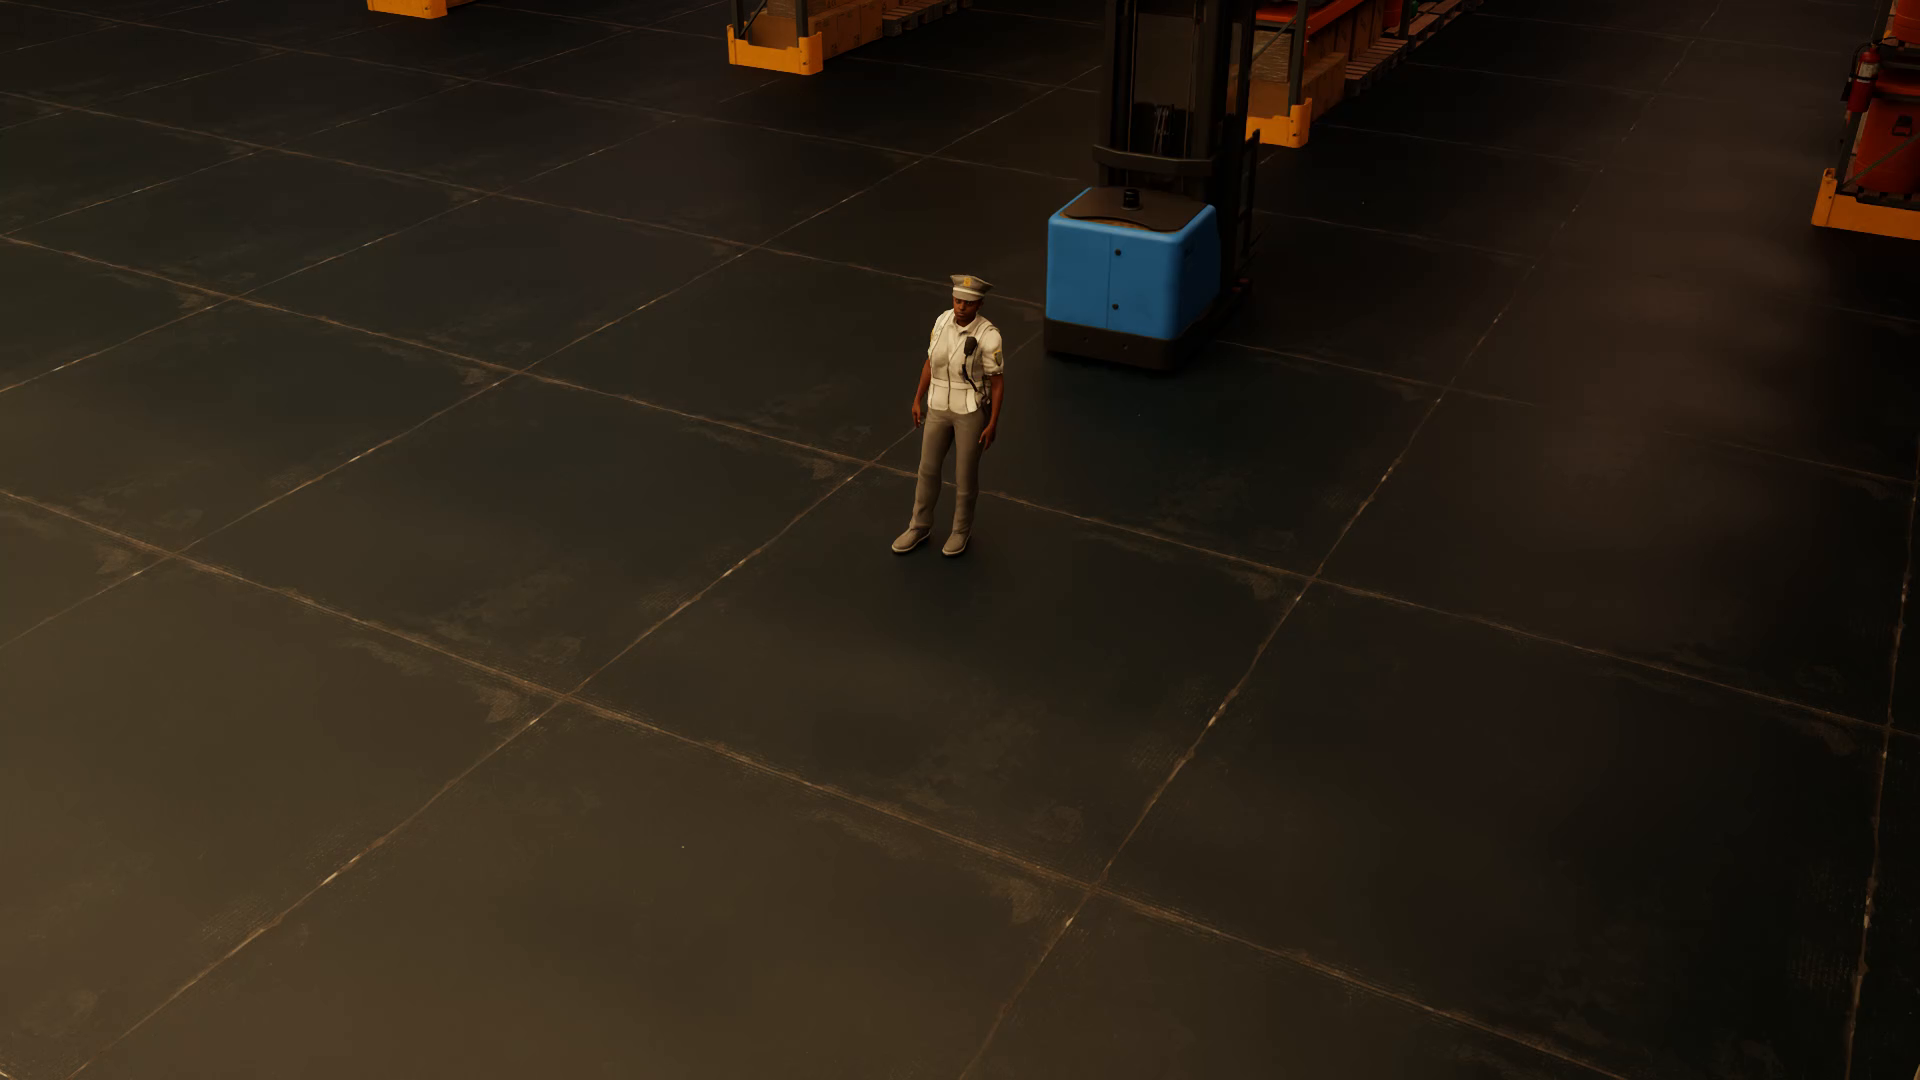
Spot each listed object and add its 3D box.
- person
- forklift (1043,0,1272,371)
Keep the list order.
[{"bbox_3d":[-0.054,-0.712,9.527,0.569,1.694,0.530,15,33,25],"label":"person"},{"bbox_3d":[1.704,-3.201,12.618,1.130,2.935,3.031,13,33,22],"label":"forklift"}]
